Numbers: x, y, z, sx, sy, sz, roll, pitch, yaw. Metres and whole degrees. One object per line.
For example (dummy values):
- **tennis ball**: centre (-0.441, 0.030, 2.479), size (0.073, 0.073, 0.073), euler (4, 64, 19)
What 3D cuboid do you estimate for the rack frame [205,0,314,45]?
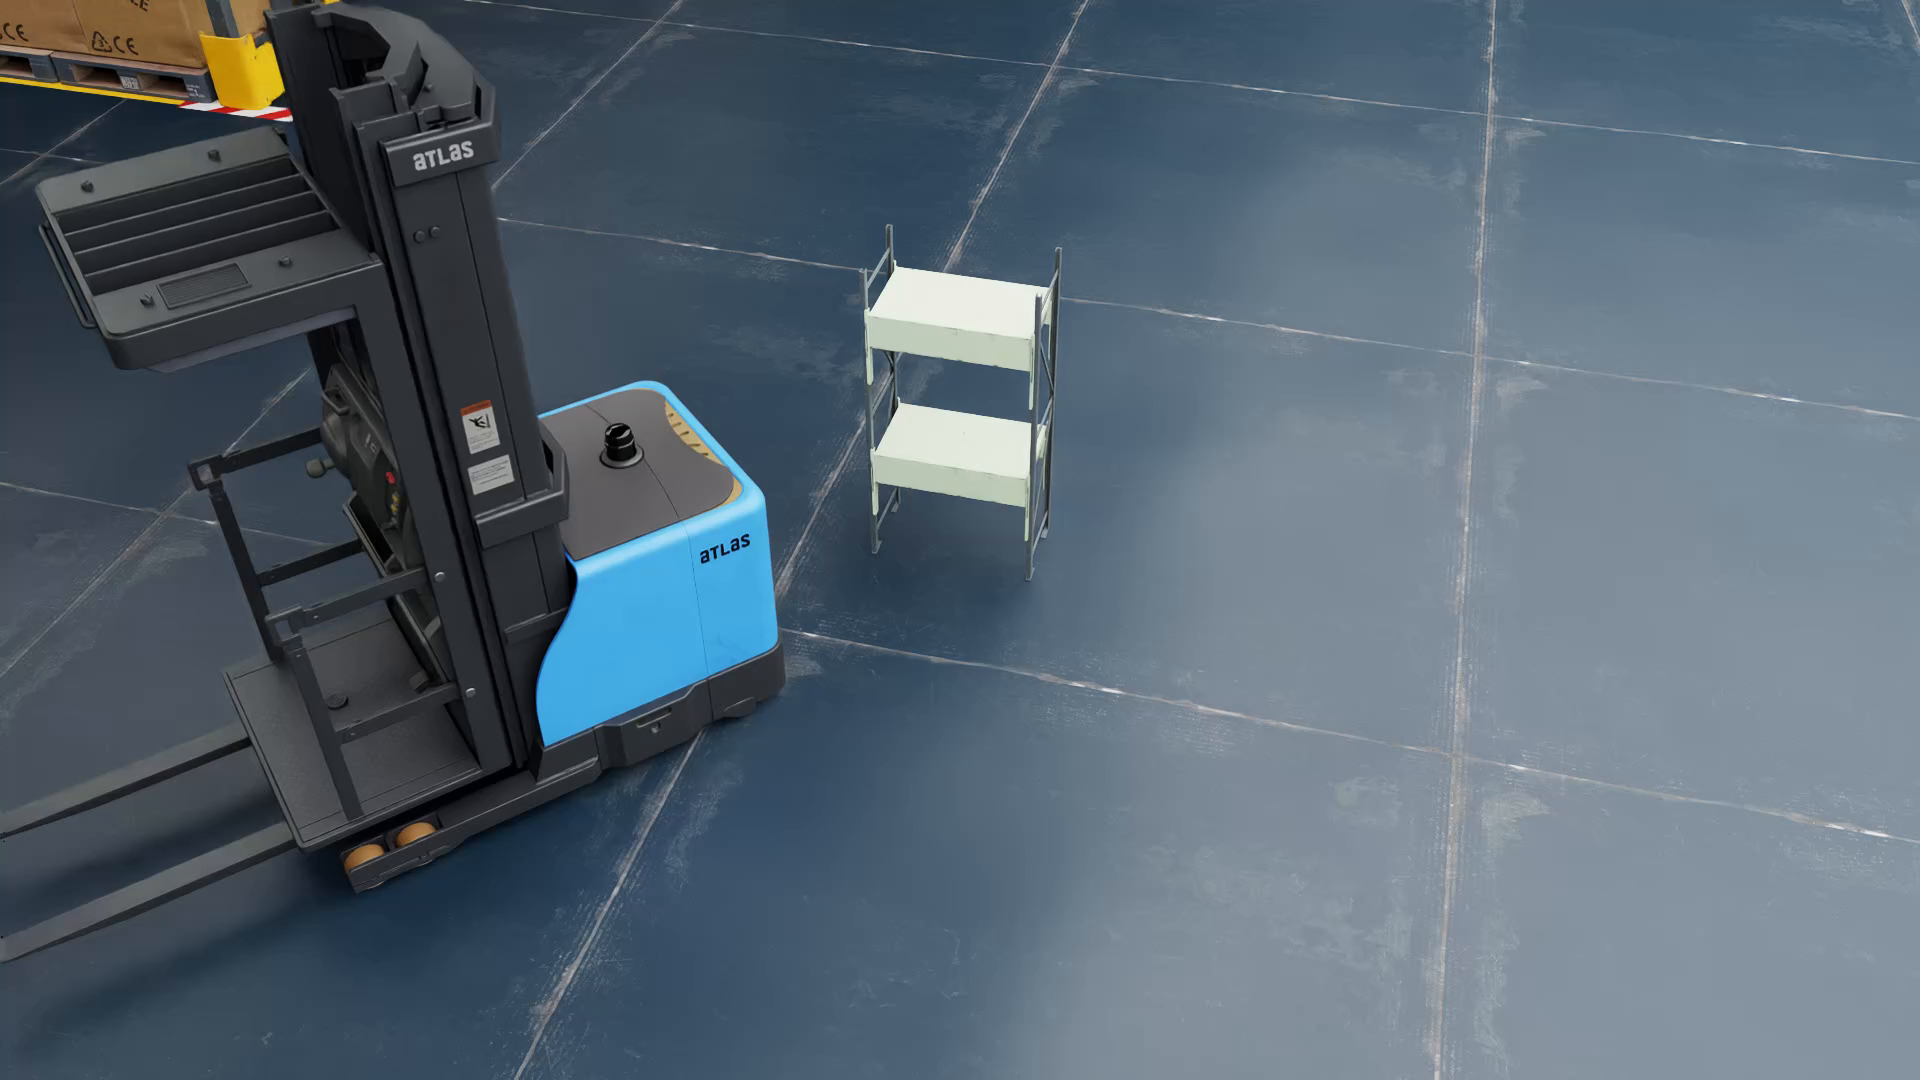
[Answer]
- **rack frame**: centre (-4.755, -4.435, 10.723), size (0.127, 3.000, 1.000), euler (10, 41, 11)

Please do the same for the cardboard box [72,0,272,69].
- **cardboard box**: centre (-5.427, -3.854, 11.357), size (0.875, 0.875, 0.875), euler (10, 41, 12)

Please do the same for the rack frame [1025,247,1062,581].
- **rack frame**: centre (0.360, -0.512, 7.218), size (0.023, 1.500, 0.400), euler (10, 41, 11)

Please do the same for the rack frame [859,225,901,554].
- **rack frame**: centre (-0.347, -0.634, 7.363), size (0.023, 1.500, 0.400), euler (10, 41, 11)

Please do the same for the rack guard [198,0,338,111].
- **rack guard**: centre (-4.732, -3.474, 11.522), size (0.348, 0.500, 1.175), euler (10, 41, 11)

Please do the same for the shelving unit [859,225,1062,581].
- **shelving unit**: centre (0.006, -0.573, 7.291), size (0.755, 1.500, 0.431), euler (10, 41, 11)

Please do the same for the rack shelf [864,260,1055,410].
- **rack shelf**: centre (0.006, -0.872, 7.040), size (0.720, 0.370, 0.431), euler (10, 41, 11)

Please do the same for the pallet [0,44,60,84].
- **pallet**: centre (-6.723, -3.656, 11.963), size (1.213, 0.211, 1.003), euler (10, 41, 11)

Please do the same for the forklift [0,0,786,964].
- **forklift**: centre (-2.244, -0.209, 5.744), size (3.031, 2.935, 1.130), euler (-23, 45, -25)

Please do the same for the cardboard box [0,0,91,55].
- **cardboard box**: centre (-6.278, -3.999, 11.529), size (0.875, 0.875, 0.875), euler (9, 41, 11)

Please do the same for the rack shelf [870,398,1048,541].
- **rack shelf**: centre (0.006, -0.324, 7.501), size (0.720, 0.370, 0.431), euler (10, 41, 11)

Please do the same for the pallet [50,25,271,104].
- **pallet**: centre (-5.548, -3.451, 11.720), size (1.213, 0.211, 1.003), euler (10, 41, 11)
